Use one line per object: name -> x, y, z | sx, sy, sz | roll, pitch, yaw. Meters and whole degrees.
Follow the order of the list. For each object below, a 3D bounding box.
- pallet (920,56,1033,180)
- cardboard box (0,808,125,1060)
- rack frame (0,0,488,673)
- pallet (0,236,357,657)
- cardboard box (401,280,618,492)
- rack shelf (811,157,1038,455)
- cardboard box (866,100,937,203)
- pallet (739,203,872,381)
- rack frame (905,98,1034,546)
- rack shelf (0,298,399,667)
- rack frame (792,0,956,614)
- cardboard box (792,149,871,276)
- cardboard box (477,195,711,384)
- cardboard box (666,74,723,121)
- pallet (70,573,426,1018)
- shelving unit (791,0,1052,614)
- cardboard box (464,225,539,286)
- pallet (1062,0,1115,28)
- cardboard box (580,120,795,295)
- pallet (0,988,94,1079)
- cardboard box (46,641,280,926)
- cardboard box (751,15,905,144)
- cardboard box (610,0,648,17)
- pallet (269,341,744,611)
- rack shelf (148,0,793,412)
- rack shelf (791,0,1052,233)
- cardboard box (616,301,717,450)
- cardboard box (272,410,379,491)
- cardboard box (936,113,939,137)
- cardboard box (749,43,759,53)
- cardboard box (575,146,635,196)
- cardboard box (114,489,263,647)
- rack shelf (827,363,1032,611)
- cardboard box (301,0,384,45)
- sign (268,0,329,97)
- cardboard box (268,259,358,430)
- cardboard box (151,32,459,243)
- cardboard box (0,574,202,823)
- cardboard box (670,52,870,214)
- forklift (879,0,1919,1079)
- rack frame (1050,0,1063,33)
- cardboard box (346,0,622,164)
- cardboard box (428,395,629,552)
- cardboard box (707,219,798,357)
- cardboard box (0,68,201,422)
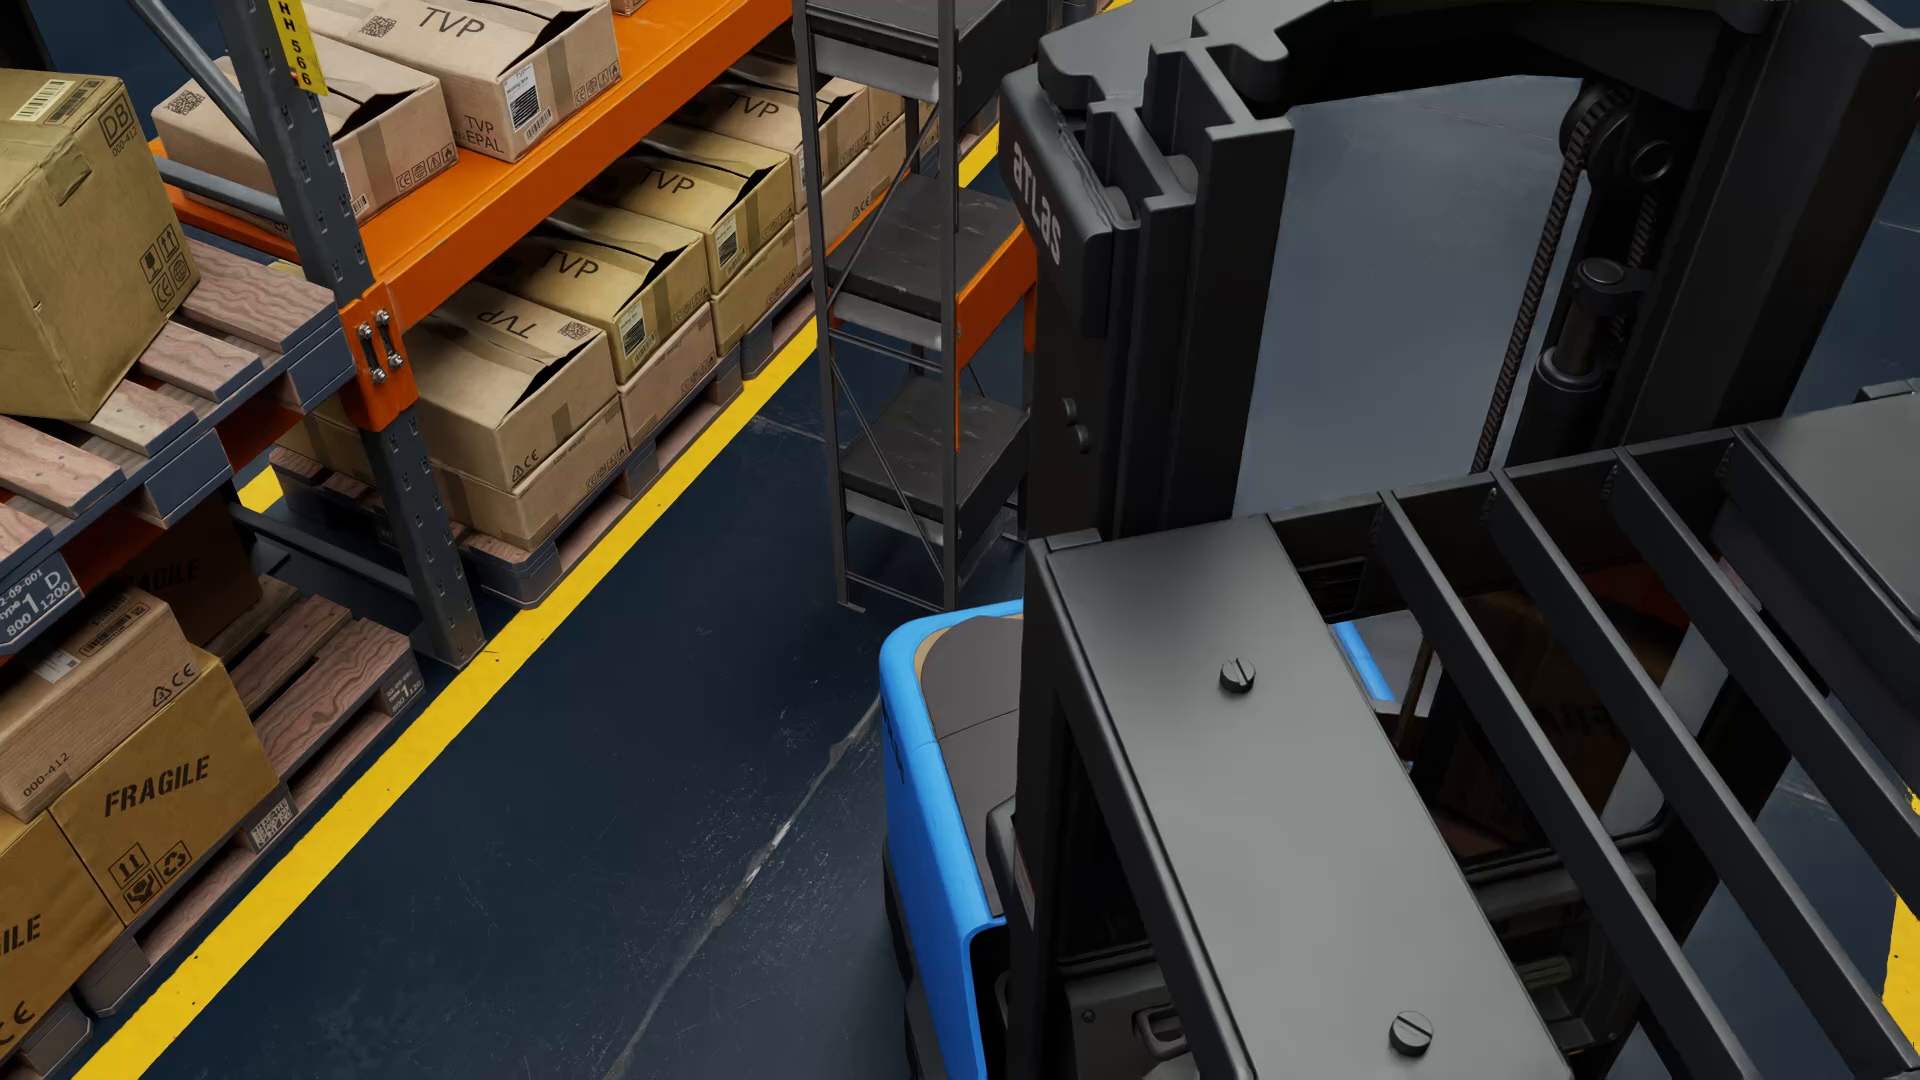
pallet -> -0.325, -1.933, 7.012 | 1.003, 0.211, 1.213 | 20, 49, 19
cardboard box -> -2.342, 0.846, 3.753 | 0.500, 0.500, 0.500 | 19, 48, 18
rack frame -> -1.875, -0.870, 4.001 | 1.000, 3.000, 0.127 | 20, 49, 19
pallet -> -2.127, -0.353, 3.624 | 1.213, 0.211, 1.003 | 20, 49, 19
cardboard box -> -1.372, -0.481, 4.861 | 0.500, 0.311, 0.500 | 22, 49, 20
rack shelf -> -0.077, -0.624, 4.410 | 0.431, 0.518, 0.480 | 20, 49, 19
cardboard box -> -0.427, -1.574, 6.334 | 0.500, 0.250, 0.500 | 21, 49, 20
pallet -> -0.891, -1.162, 6.250 | 1.003, 0.211, 1.213 | 20, 49, 19
rack frame -> 0.036, -0.788, 4.552 | 0.400, 2.100, 0.015 | 20, 49, 19
rack shelf -> -2.803, 0.643, 3.012 | 1.077, 0.370, 4.000 | 20, 49, 19
rack frame -> -0.190, -0.480, 4.248 | 0.400, 2.100, 0.015 | 20, 49, 19
cardboard box -> -0.665, -1.254, 6.018 | 0.500, 0.250, 0.500 | 21, 49, 20
cardboard box -> -1.135, -0.815, 5.190 | 0.500, 0.311, 0.500 | 19, 48, 18
cardboard box -> -1.143, -1.621, 5.987 | 0.500, 0.311, 0.500 | 22, 49, 20
pallet -> -2.255, 0.568, 4.540 | 1.003, 0.211, 1.213 | 20, 49, 19
shelving unit -> -0.077, -0.634, 4.400 | 0.431, 2.100, 0.503 | 20, 49, 19
cardboard box -> -1.614, -0.989, 5.363 | 0.500, 0.311, 0.500 | 20, 49, 18
pallet -> 0.388, -2.897, 7.965 | 1.003, 0.211, 1.213 | 20, 49, 19
cardboard box -> -0.896, -1.136, 5.507 | 0.500, 0.311, 0.500 | 19, 48, 18
pallet -> -2.822, 1.333, 3.784 | 1.003, 0.211, 1.213 | 20, 49, 19
cardboard box -> -2.101, 0.520, 4.075 | 0.500, 0.500, 0.500 | 22, 49, 21
cardboard box -> -0.422, -1.775, 6.139 | 0.500, 0.311, 0.500 | 20, 49, 19
cardboard box -> -1.110, -1.968, 5.016 | 0.500, 0.500, 0.500 | 18, 48, 17
pallet -> -1.458, -0.396, 5.493 | 1.003, 0.211, 1.213 | 20, 49, 19
rack shelf -> -0.946, -1.877, 5.502 | 1.077, 0.370, 4.000 | 20, 49, 19
rack shelf -> -0.077, -1.116, 3.912 | 0.431, 0.518, 0.480 | 20, 49, 19
cardboard box -> -1.139, -0.601, 5.373 | 0.500, 0.250, 0.500 | 19, 48, 18
cardboard box -> -1.847, -0.463, 5.237 | 0.500, 0.250, 0.500 | 22, 49, 20
cardboard box -> -0.190, -1.896, 6.653 | 0.500, 0.250, 0.500 | 20, 49, 18
cardboard box -> -0.907, -1.950, 6.312 | 0.500, 0.311, 0.500 | 19, 48, 18
cardboard box -> -1.378, -1.306, 5.676 | 0.500, 0.311, 0.500 | 20, 49, 19
cardboard box -> -2.339, 0.046, 4.544 | 0.500, 0.500, 0.500 | 22, 49, 21
rack shelf -> -0.077, -0.132, 4.908 | 0.431, 0.518, 0.480 | 20, 49, 19
cardboard box -> -1.702, -1.440, 4.741 | 0.380, 0.149, 0.250 | 20, 49, 19
sign -> -1.390, -1.076, 3.446 | 0.100, 0.325, 0.005 | 20, 49, 19
cardboard box -> -1.850, -0.660, 5.037 | 0.500, 0.311, 0.500 | 22, 49, 20
cardboard box -> -1.667, -1.054, 4.245 | 0.500, 0.311, 0.500 | 23, 50, 21
cardboard box -> -2.124, 0.294, 3.772 | 0.500, 0.250, 0.500 | 22, 49, 21
cardboard box -> -0.658, -1.460, 5.827 | 0.500, 0.311, 0.500 | 20, 49, 19
forklift -> 0.671, 0.837, 2.362 | 1.130, 2.935, 3.031 | -10, 46, -10
rack frame -> -0.018, -3.390, 6.492 | 1.000, 3.000, 0.127 | 20, 49, 19
cardboard box -> -1.288, -1.338, 4.527 | 0.500, 0.311, 0.500 | 20, 49, 19
cardboard box -> -1.372, -0.284, 5.060 | 0.500, 0.250, 0.500 | 20, 49, 19
cardboard box -> -0.903, -0.931, 5.699 | 0.500, 0.250, 0.500 | 19, 48, 18
cardboard box -> -2.067, -0.619, 3.387 | 0.700, 0.500, 0.500 | 6, 46, 6
